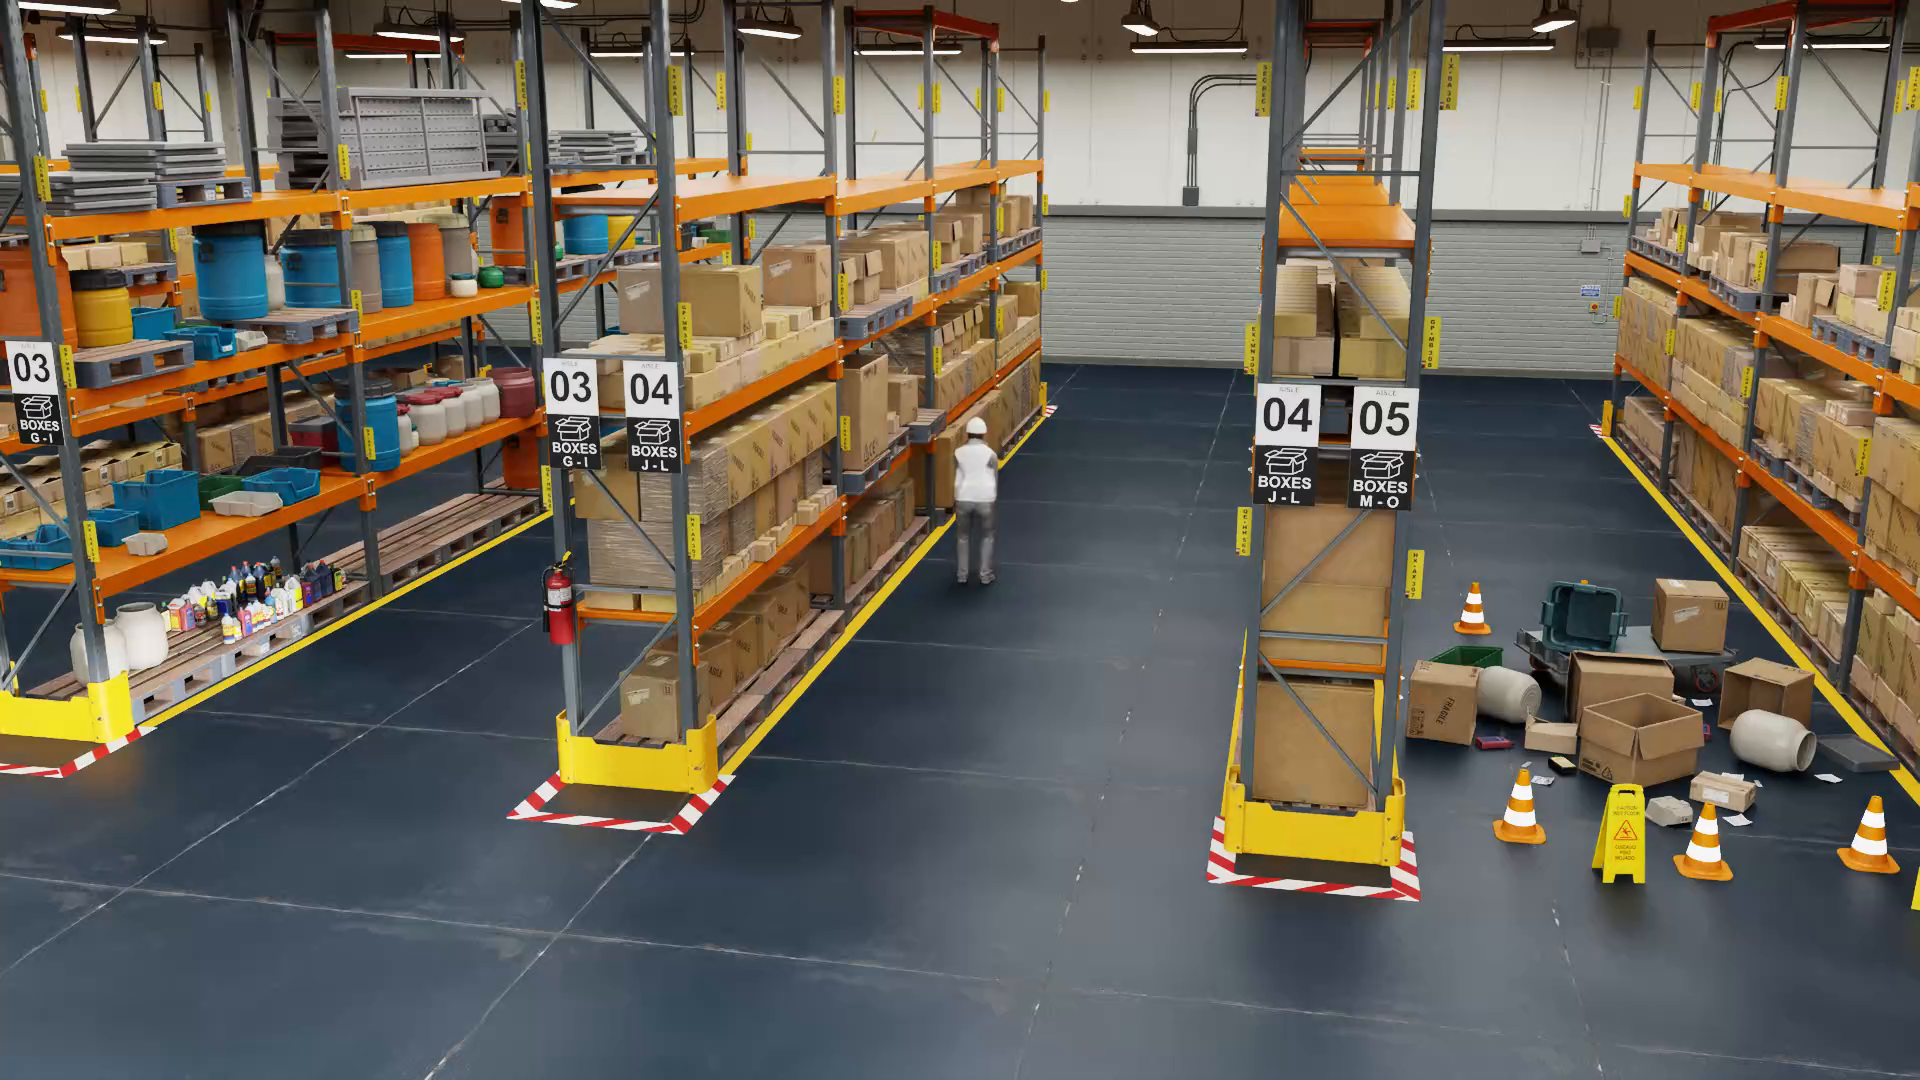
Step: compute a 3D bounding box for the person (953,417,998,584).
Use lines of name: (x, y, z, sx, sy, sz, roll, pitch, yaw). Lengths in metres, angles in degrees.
person: (0.163, -0.432, 17.669, 0.484, 1.756, 0.582, 3, 15, 10)
